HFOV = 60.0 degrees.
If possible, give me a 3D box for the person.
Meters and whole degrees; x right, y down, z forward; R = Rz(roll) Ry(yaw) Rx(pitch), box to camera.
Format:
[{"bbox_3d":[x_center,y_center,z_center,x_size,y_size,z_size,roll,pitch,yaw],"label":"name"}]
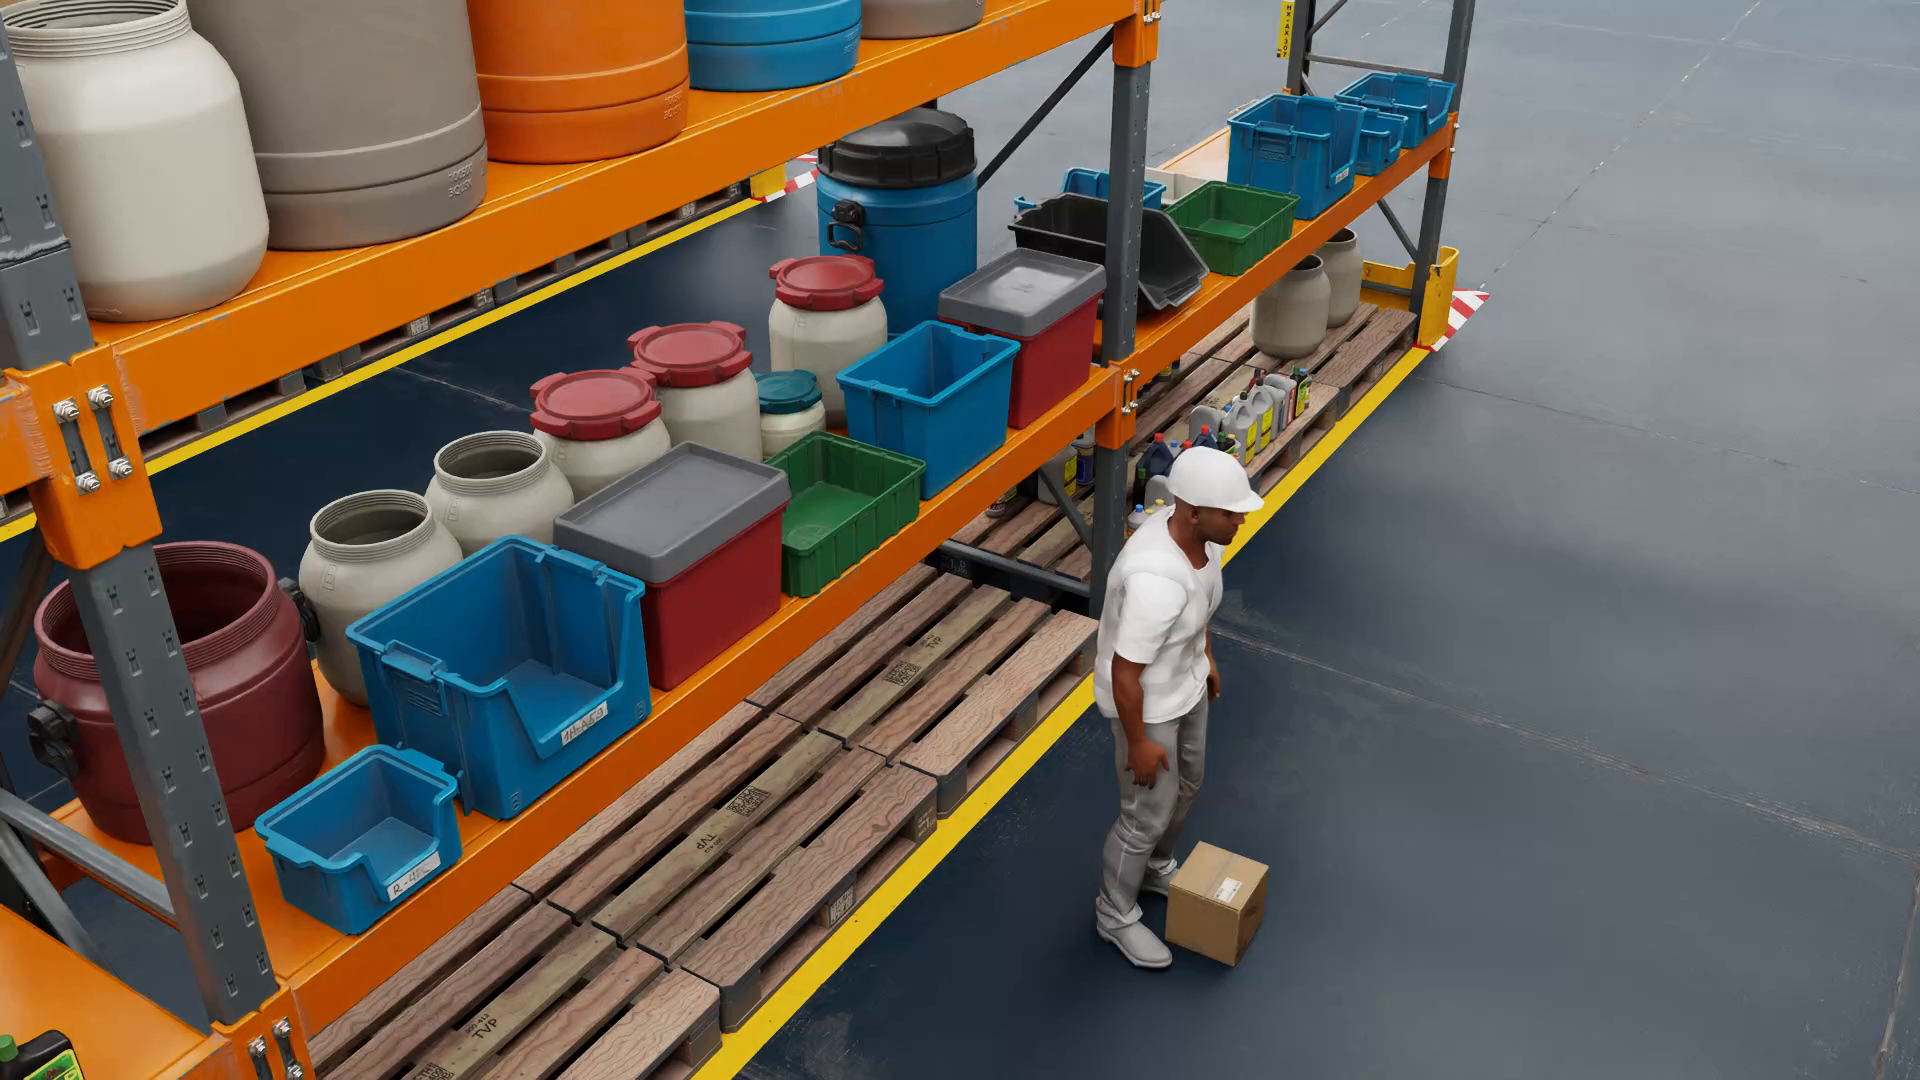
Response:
[{"bbox_3d":[0.663,0.499,5.263,0.455,1.757,0.635,16,34,25],"label":"person"}]
